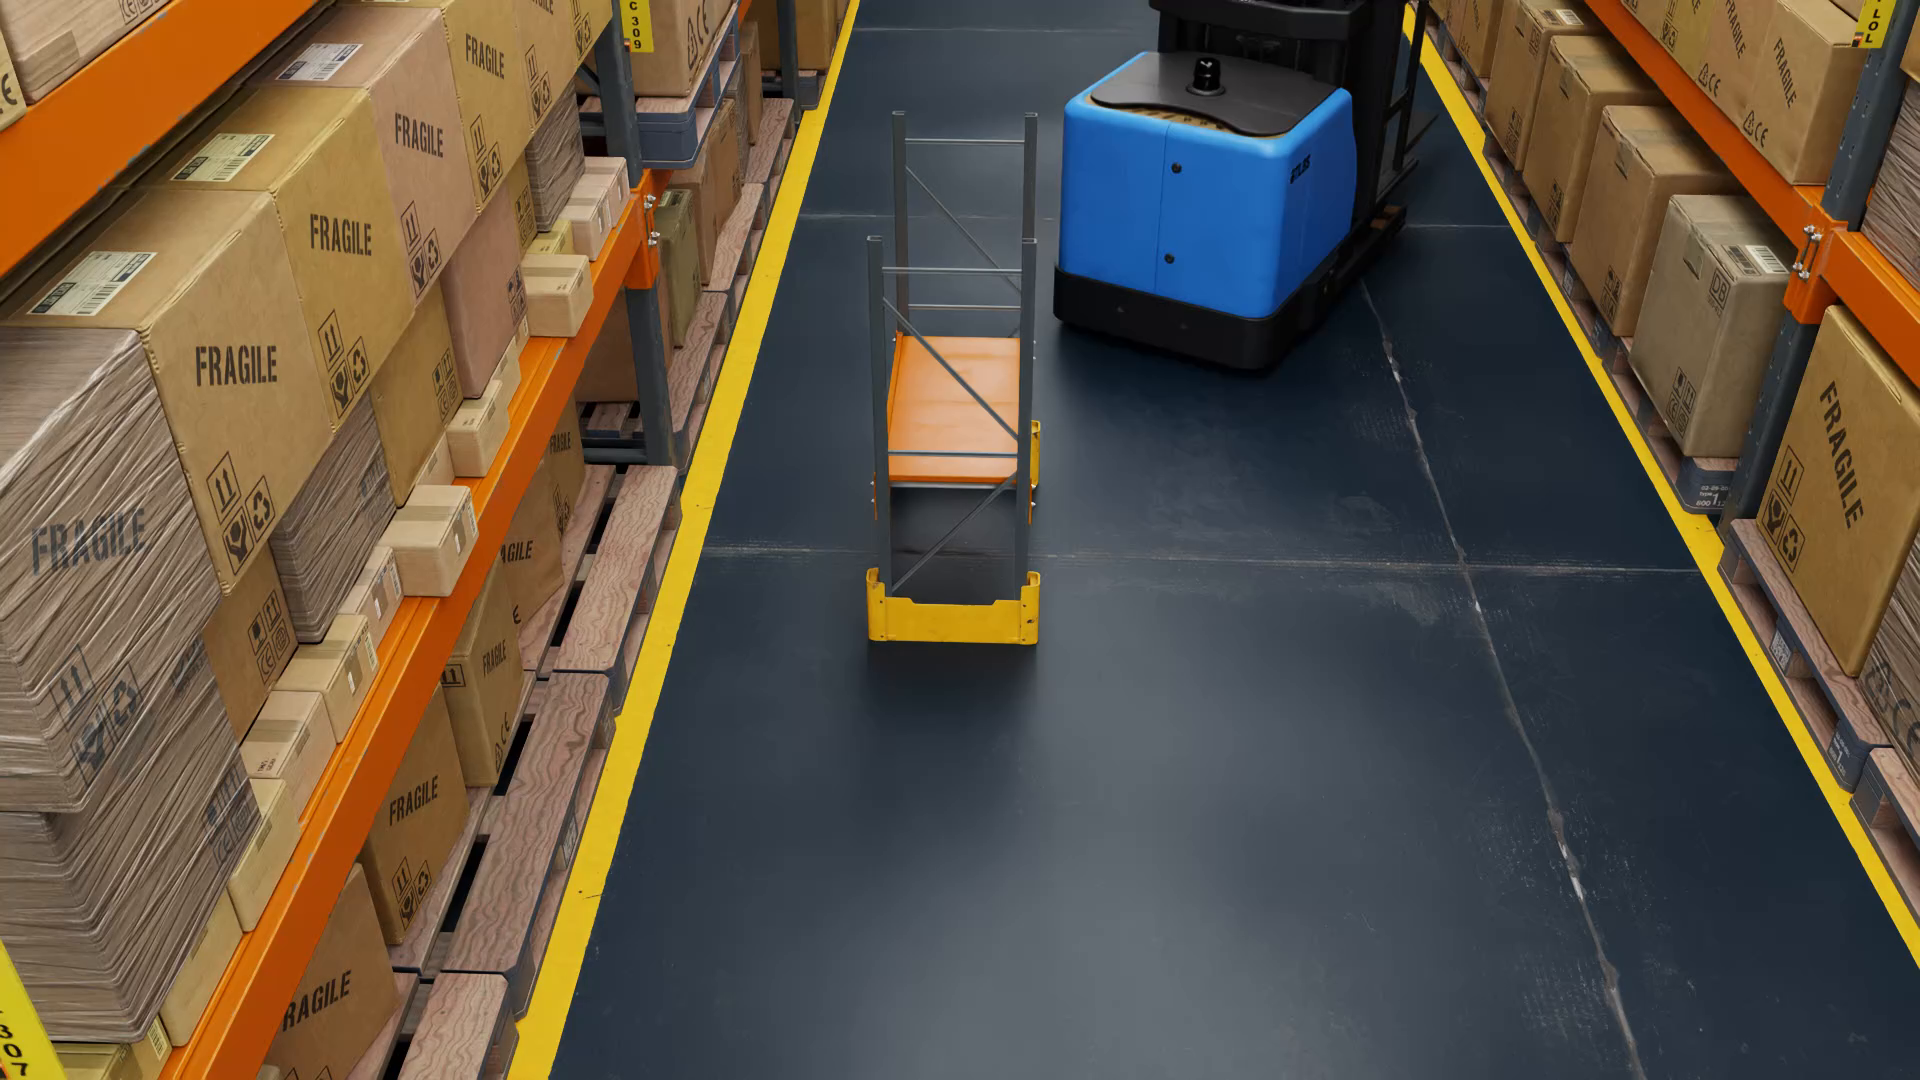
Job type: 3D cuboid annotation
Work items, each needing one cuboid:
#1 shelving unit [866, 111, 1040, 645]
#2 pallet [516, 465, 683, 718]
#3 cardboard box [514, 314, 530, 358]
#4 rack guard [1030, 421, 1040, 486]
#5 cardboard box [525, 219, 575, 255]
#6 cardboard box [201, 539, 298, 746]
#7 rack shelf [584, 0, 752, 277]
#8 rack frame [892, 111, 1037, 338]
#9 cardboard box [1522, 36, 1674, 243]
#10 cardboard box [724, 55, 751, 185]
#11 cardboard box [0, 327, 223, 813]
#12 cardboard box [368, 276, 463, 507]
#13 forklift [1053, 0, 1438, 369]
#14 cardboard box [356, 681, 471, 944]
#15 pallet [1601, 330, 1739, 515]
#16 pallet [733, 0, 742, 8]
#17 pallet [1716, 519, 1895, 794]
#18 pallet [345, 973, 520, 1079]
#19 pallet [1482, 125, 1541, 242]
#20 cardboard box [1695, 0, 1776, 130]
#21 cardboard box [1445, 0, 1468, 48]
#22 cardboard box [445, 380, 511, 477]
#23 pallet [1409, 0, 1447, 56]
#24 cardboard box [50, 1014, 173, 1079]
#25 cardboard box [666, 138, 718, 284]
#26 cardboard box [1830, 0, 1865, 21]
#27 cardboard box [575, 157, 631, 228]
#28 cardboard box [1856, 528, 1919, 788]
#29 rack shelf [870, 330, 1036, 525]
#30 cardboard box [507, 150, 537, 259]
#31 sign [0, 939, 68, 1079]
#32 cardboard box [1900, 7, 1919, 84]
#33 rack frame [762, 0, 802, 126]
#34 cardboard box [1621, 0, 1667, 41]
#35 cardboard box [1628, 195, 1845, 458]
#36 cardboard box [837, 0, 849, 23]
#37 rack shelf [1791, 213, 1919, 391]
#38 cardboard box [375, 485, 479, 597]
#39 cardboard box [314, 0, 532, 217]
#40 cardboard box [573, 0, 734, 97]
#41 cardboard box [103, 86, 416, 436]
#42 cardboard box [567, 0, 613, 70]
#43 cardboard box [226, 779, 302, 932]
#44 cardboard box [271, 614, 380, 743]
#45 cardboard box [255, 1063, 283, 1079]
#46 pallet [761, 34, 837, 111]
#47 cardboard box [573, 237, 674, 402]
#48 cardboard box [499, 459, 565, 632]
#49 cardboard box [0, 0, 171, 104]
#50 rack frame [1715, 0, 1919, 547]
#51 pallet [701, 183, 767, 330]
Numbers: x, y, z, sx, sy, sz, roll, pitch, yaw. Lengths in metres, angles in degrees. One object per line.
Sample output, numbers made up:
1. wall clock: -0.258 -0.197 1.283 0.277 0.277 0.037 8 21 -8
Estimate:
1. shelving unit: -0.003 -0.570 5.756 0.587 1.500 1.083 1 35 2
2. pallet: -1.586 0.142 5.865 1.003 0.211 1.213 1 35 2
3. cardboard box: -1.440 -0.580 4.686 0.380 0.149 0.250 1 35 2
4. rack guard: 0.017 -0.345 6.523 0.587 0.250 0.087 1 35 2
5. cardboard box: -1.399 -0.867 5.094 0.380 0.149 0.250 1 35 2
6. cardboard box: -1.806 0.144 3.090 0.875 0.500 0.500 1 35 2
7. rack shelf: -1.515 -2.241 7.455 1.077 0.370 4.000 1 35 2
8. rack frame: 0.017 -0.857 6.165 0.500 1.500 0.032 1 35 2
9. cardboard box: 3.372 -1.913 7.954 1.050 0.750 0.750 2 35 3
10. cardboard box: -1.451 -2.137 8.473 0.700 0.500 0.500 -1 35 -2
11. cardboard box: -1.461 0.031 2.382 0.500 0.500 0.500 1 35 2
12. cardboard box: -1.711 -0.429 3.906 0.875 0.500 0.500 1 35 2
13. forklift: 1.607 -2.755 7.621 1.130 2.935 3.031 19 39 24
14. cardboard box: -1.680 0.701 4.452 0.500 0.500 0.500 4 35 6
15. pallet: 3.313 -0.517 6.803 1.003 0.211 1.213 1 35 2
16. pallet: -1.473 -2.467 7.319 1.003 0.211 1.213 1 35 2
17. pallet: 3.248 0.363 5.550 1.003 0.211 1.213 1 35 2
18. pallet: -1.684 1.544 3.870 1.003 0.211 1.213 1 35 2
19. pallet: 3.411 -1.919 8.797 1.003 0.211 1.213 1 35 2
20. cardboard box: 3.131 -1.850 6.187 0.500 0.500 0.500 1 35 1
21. cardboard box: 3.308 -3.343 10.207 0.500 0.500 0.500 3 35 4
22. cardboard box: -1.385 -0.291 4.274 0.380 0.149 0.250 1 35 2
23. pallet: 3.602 -3.519 11.073 1.003 0.211 1.213 1 35 2
24. cardboard box: -1.506 0.857 2.641 0.380 0.149 0.250 1 35 2
25. cardboard box: -1.489 -1.491 7.553 0.700 0.500 0.500 -2 35 -2
26. cardboard box: 3.371 -1.949 5.457 0.700 0.500 0.500 1 35 1
27. cardboard box: -1.310 -1.153 5.500 0.380 0.149 0.250 1 35 2
28. cardboard box: 3.229 0.362 4.609 0.875 0.875 0.875 2 35 2
29. rack shelf: -0.003 -0.417 5.852 0.538 0.185 1.000 1 35 2
30. cardboard box: -1.730 -1.005 4.726 0.875 0.500 0.500 1 35 2
31. sign: -1.213 0.570 2.077 0.100 0.325 0.005 1 35 2
32. cardboard box: 3.308 -1.505 4.714 0.875 0.550 0.550 1 35 2
33. rack frame: -1.434 -3.684 8.883 1.000 3.000 0.127 1 35 2
34. cardboard box: 3.169 -2.433 7.016 0.500 0.500 0.500 1 35 1
35. cardboard box: 3.292 -0.823 6.404 1.050 0.750 0.750 1 35 2
36. cardboard box: -1.342 -3.895 10.665 1.225 0.875 0.875 1 35 2
37. rack shelf: 3.277 0.230 3.940 1.077 0.370 4.000 1 35 2
38. cardboard box: -1.349 -0.003 3.864 0.380 0.149 0.250 1 35 2
39. cardboard box: -1.378 -1.118 4.017 0.500 0.500 0.500 1 35 2
40. cardboard box: -1.423 -2.256 5.965 1.000 1.000 1.000 2 35 2
41. cardboard box: -1.415 -0.544 3.199 0.500 0.500 0.500 1 35 2
42. cardboard box: -1.338 -1.693 4.835 0.500 0.500 0.500 1 35 2
43. cardboard box: -1.452 0.570 3.048 0.380 0.149 0.250 1 35 2
44. cardboard box: -1.445 0.283 3.457 0.380 0.149 0.250 1 35 2
45. cardboard box: -1.714 1.405 3.451 0.500 0.500 0.500 8 36 11
46. pallet: -1.327 -2.994 10.327 1.003 0.211 1.213 1 35 2
47. cardboard box: -1.549 -0.895 6.707 0.700 0.500 0.500 -1 35 -2
48. cardboard box: -1.666 0.023 5.417 0.500 0.500 0.500 12 37 17
49. cardboard box: -1.463 -0.821 2.331 0.500 0.250 0.500 1 35 1
50. rack frame: 3.357 -1.213 5.368 1.000 3.000 0.127 1 35 2
51. pallet: -1.519 -1.395 8.052 1.003 0.211 1.213 1 35 2
